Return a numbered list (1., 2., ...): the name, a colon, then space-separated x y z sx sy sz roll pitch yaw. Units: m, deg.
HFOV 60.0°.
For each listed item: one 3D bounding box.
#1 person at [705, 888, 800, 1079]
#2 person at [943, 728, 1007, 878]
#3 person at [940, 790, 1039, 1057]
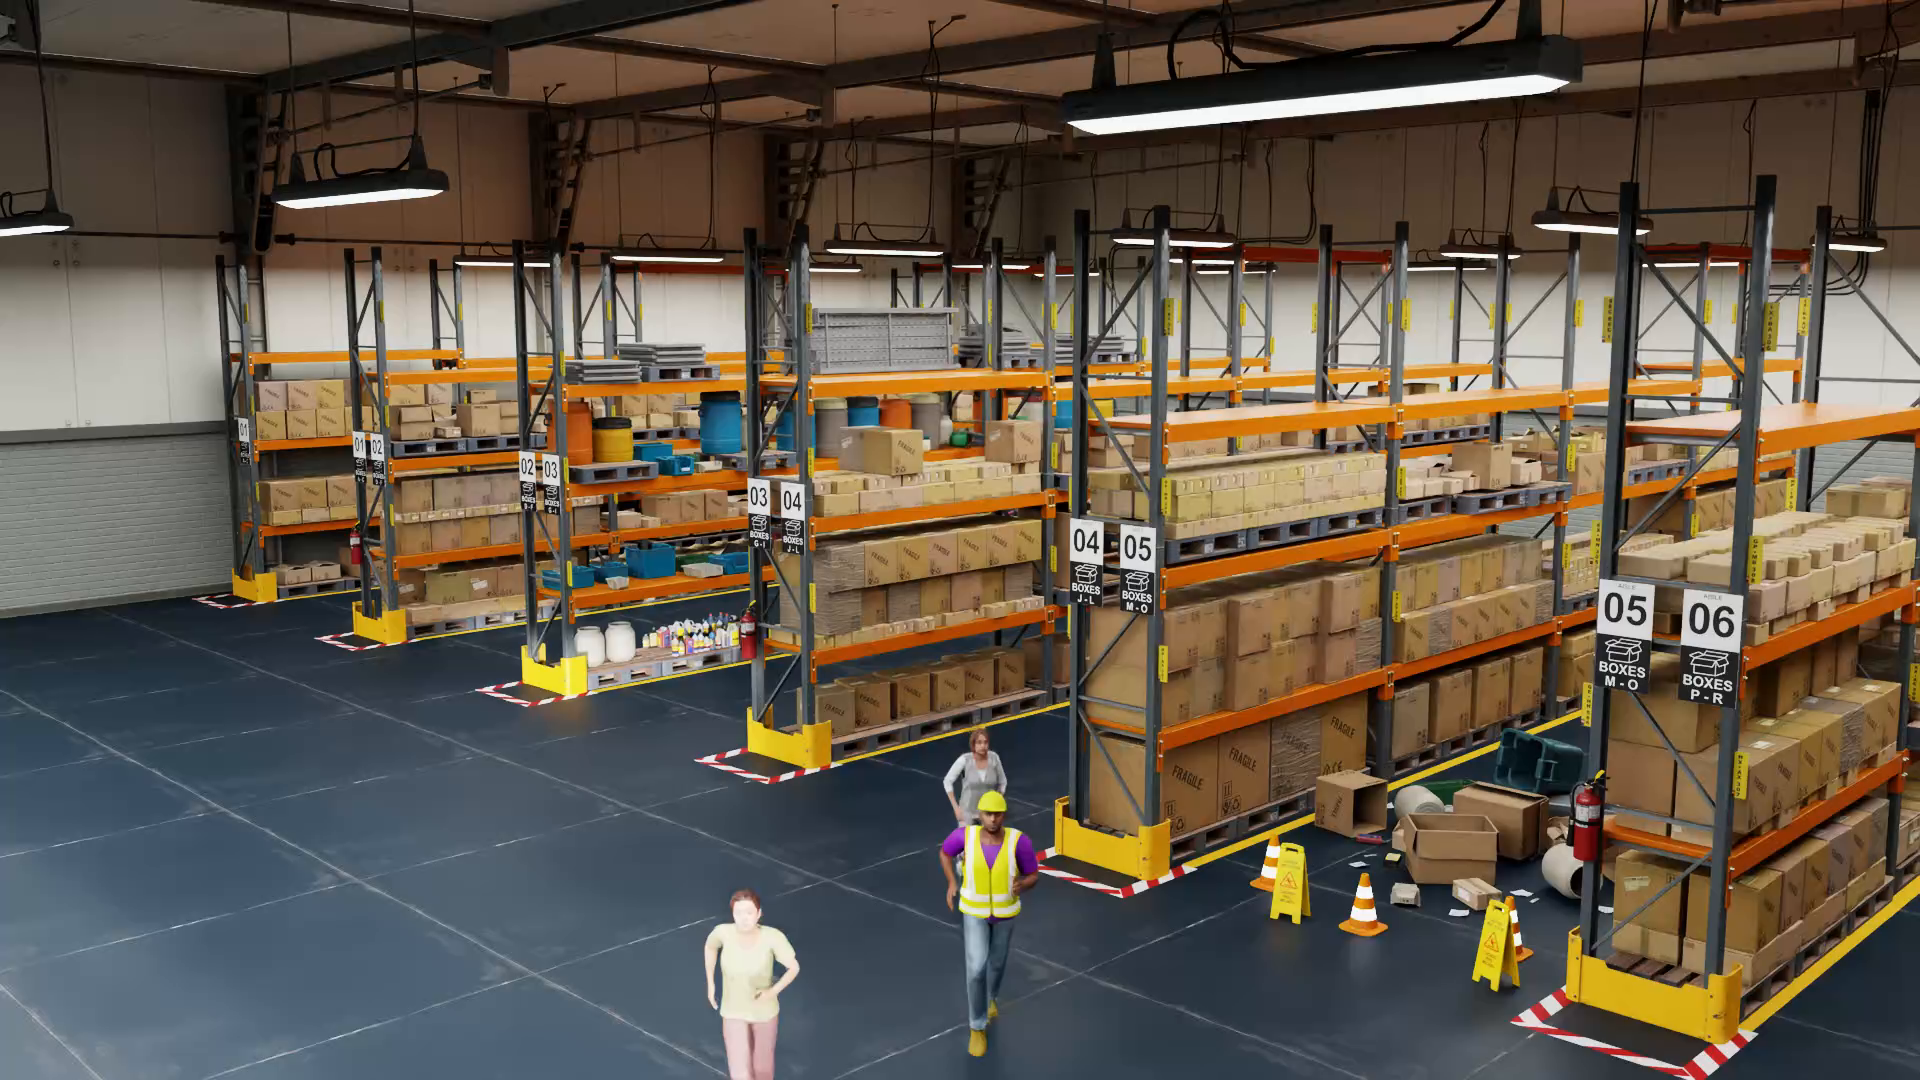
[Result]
1. person: -1.277 2.914 10.207 0.599 1.664 1.008 0 8 0
2. person: 0.134 2.376 14.440 0.557 1.562 0.538 -2 8 -15
3. person: 0.215 2.654 11.709 0.674 1.832 0.785 -1 8 -6
